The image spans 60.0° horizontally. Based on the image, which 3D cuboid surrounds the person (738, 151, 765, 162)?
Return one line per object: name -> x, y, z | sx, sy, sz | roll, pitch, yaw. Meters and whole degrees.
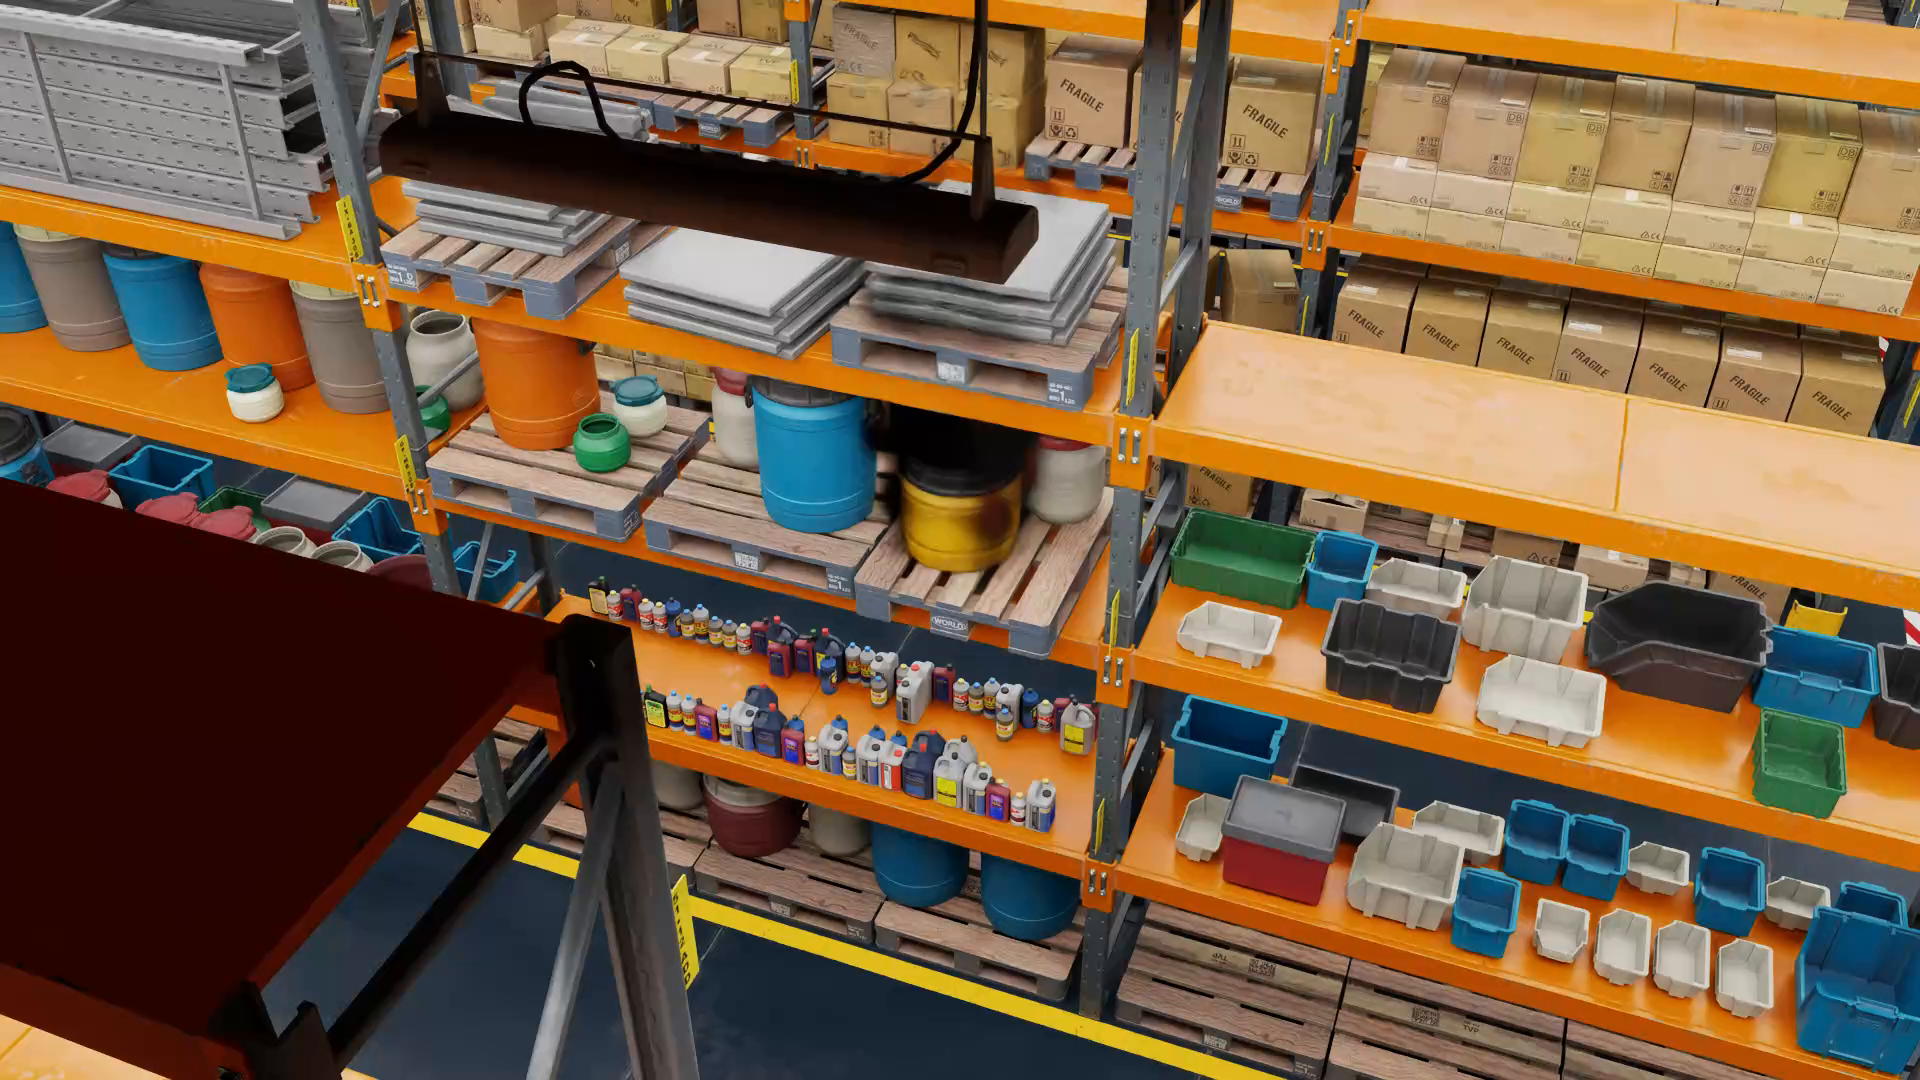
person -> -2.040, -3.463, 16.720 | 0.864, 1.682, 0.382 | 9, 37, 12
